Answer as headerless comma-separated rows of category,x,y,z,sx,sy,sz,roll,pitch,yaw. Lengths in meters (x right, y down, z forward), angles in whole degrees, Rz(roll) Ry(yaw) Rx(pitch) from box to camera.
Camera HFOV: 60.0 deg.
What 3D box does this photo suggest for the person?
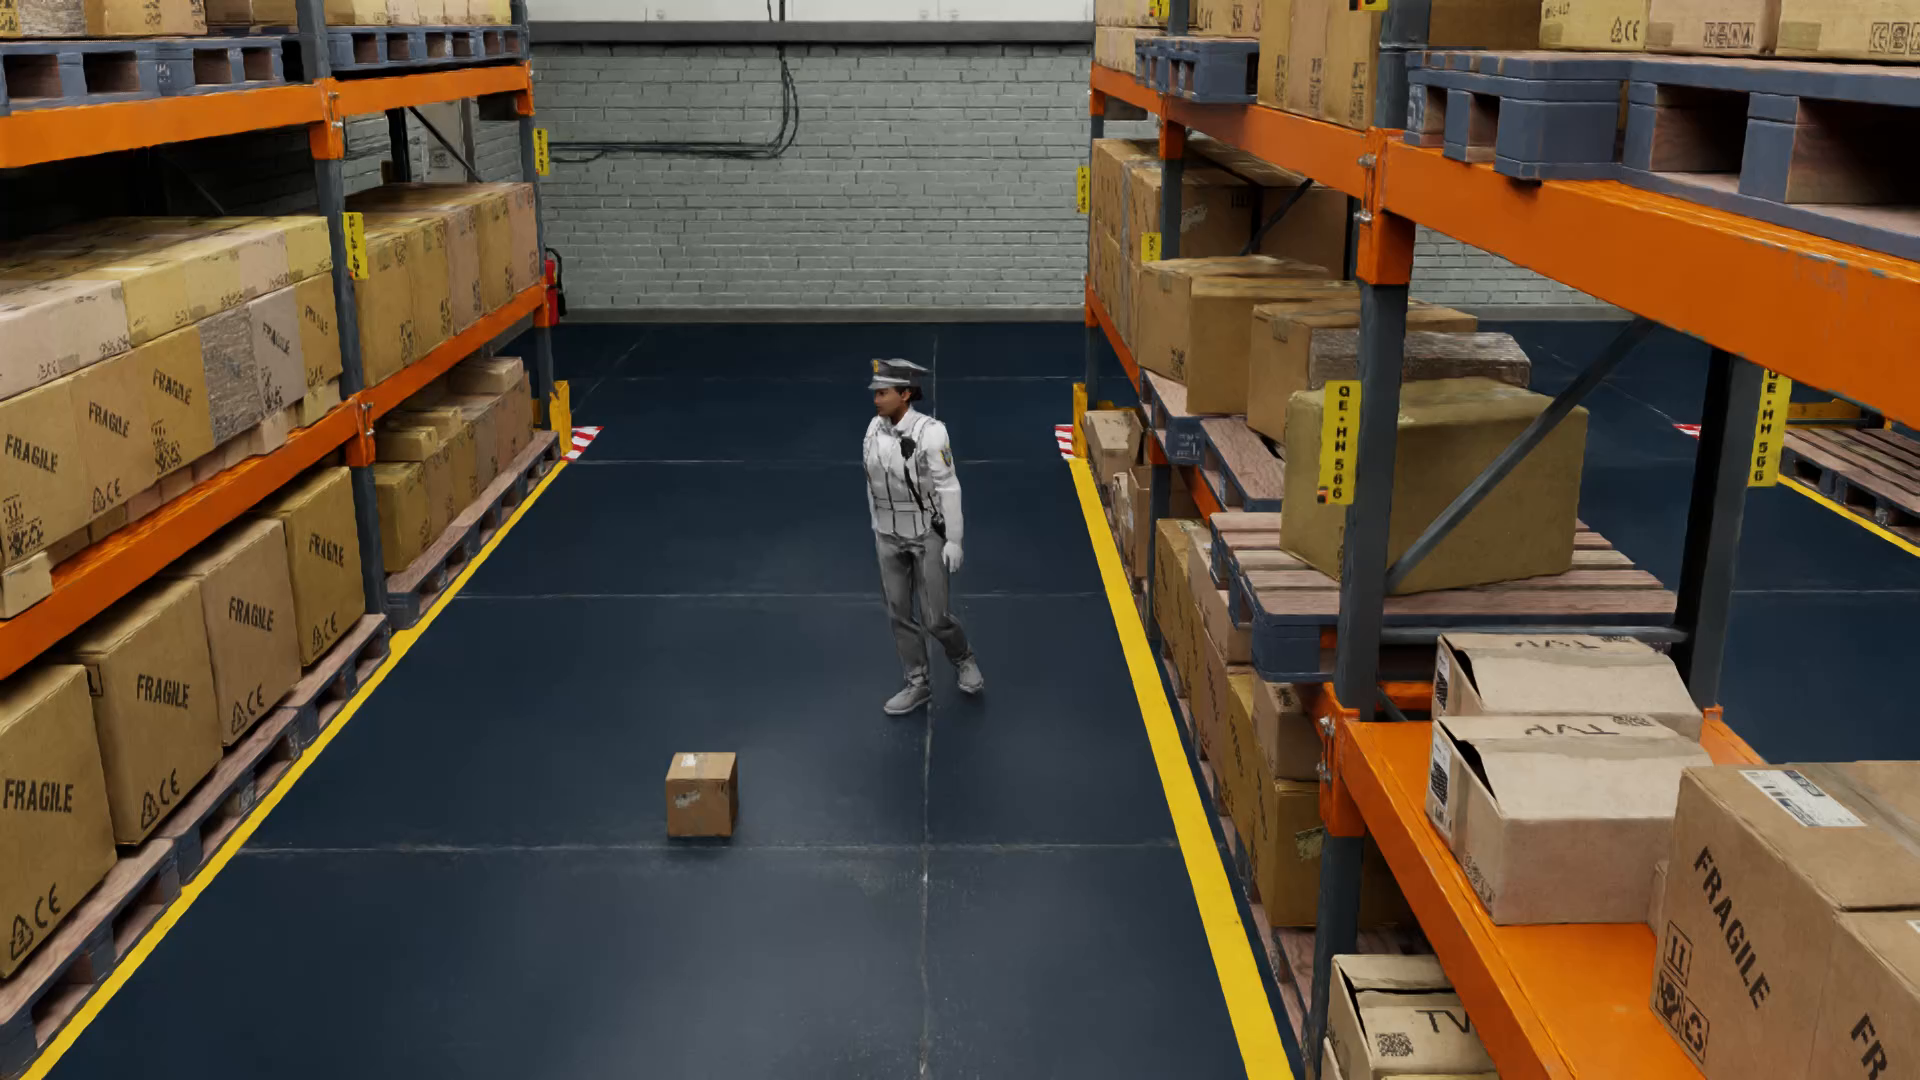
person,-0.177,-0.033,7.625,0.522,1.670,0.525,12,21,33
